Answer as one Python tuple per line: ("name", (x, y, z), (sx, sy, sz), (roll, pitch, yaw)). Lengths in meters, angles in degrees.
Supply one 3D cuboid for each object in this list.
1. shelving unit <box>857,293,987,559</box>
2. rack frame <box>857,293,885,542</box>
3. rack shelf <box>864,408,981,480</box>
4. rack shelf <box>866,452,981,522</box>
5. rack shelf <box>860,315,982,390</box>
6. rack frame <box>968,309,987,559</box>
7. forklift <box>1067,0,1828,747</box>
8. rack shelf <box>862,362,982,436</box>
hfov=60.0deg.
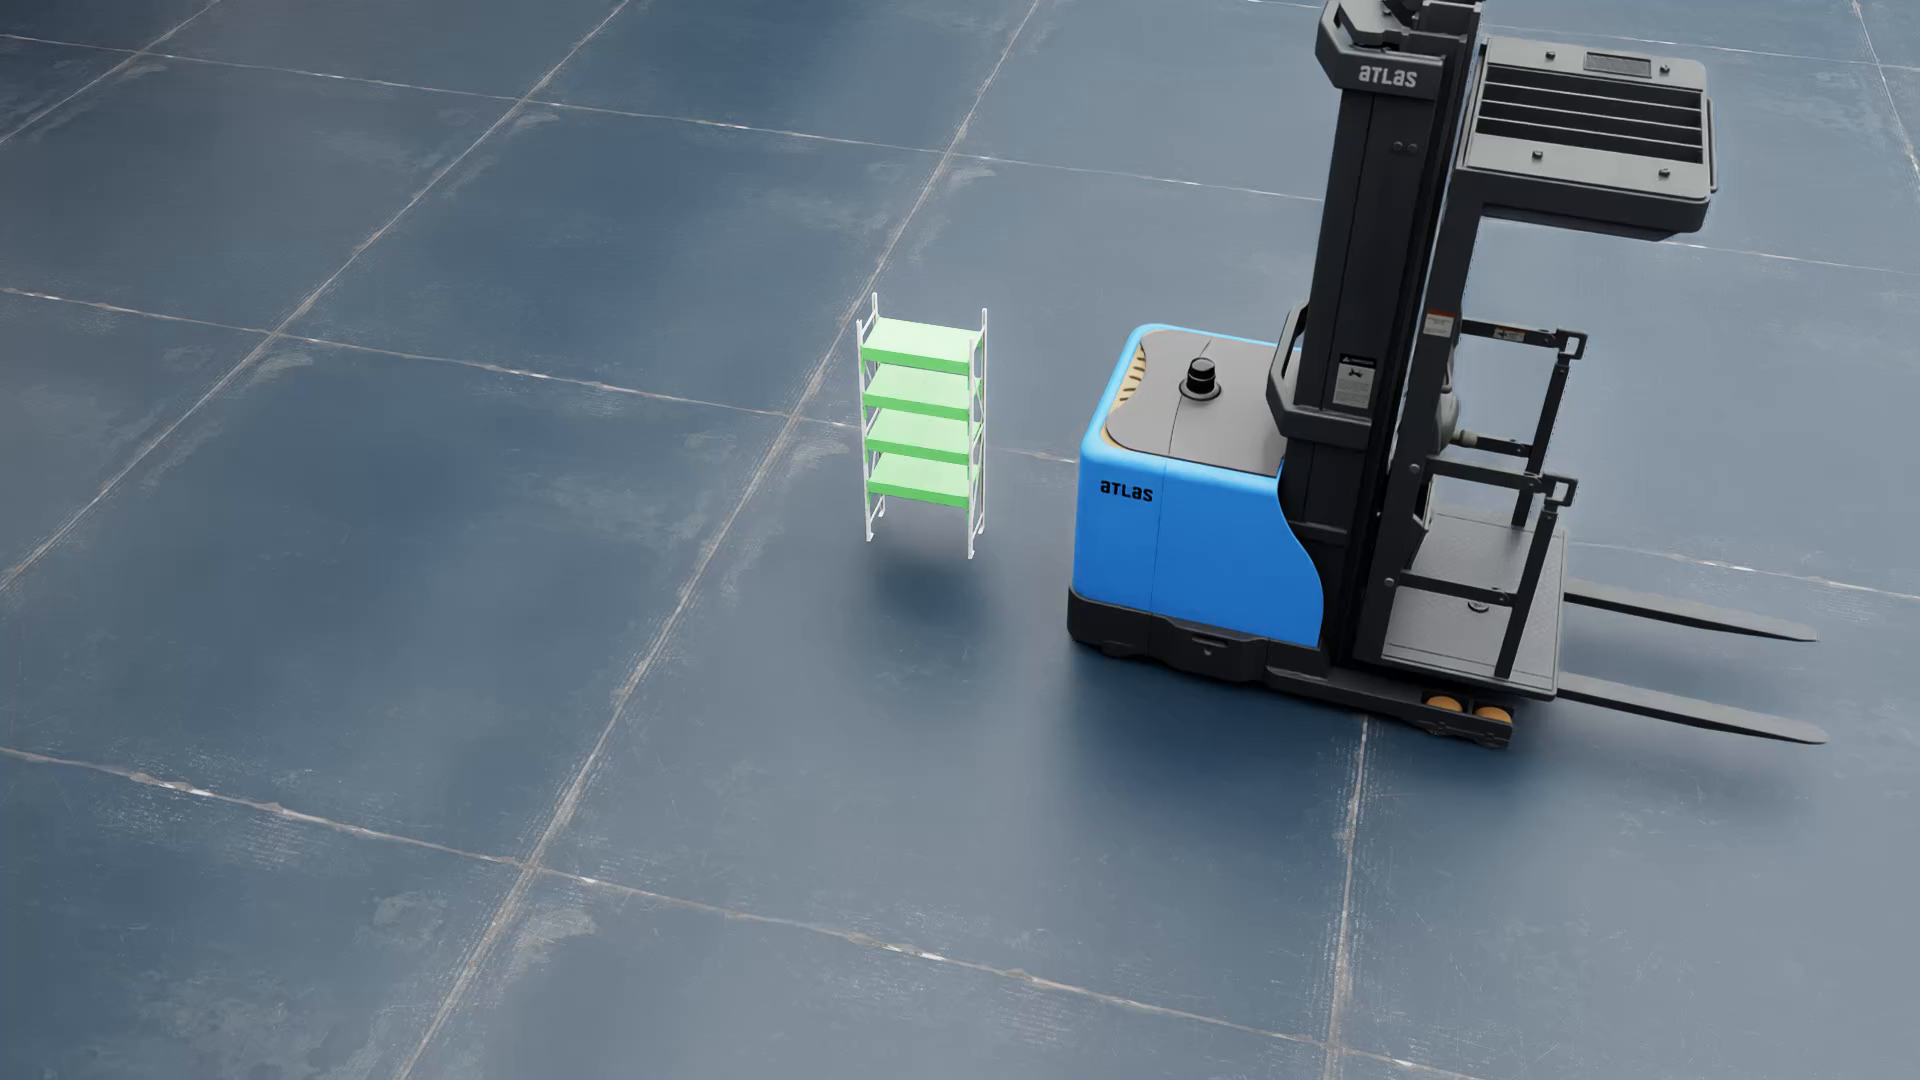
("shelving unit", (-0.160, -0.487, 7.397), (0.503, 1.200, 0.258), (10, 41, 11))
("rack frame", (-0.396, -0.528, 7.445), (0.015, 1.200, 0.240), (10, 41, 11))
("rack shelf", (-0.160, -0.438, 7.438), (0.480, 0.148, 0.258), (10, 41, 11))
("rack shelf", (-0.160, -0.254, 7.592), (0.480, 0.148, 0.258), (10, 41, 11))
("rack shelf", (-0.160, -0.806, 7.129), (0.480, 0.148, 0.258), (10, 41, 11))
("rack frame", (0.076, -0.446, 7.349), (0.015, 1.200, 0.240), (10, 41, 11))
("forklift", (2.037, -0.668, 6.267), (3.031, 2.935, 1.130), (12, 41, 14))
("rack shelf", (-0.160, -0.622, 7.284), (0.480, 0.148, 0.258), (10, 41, 11))
